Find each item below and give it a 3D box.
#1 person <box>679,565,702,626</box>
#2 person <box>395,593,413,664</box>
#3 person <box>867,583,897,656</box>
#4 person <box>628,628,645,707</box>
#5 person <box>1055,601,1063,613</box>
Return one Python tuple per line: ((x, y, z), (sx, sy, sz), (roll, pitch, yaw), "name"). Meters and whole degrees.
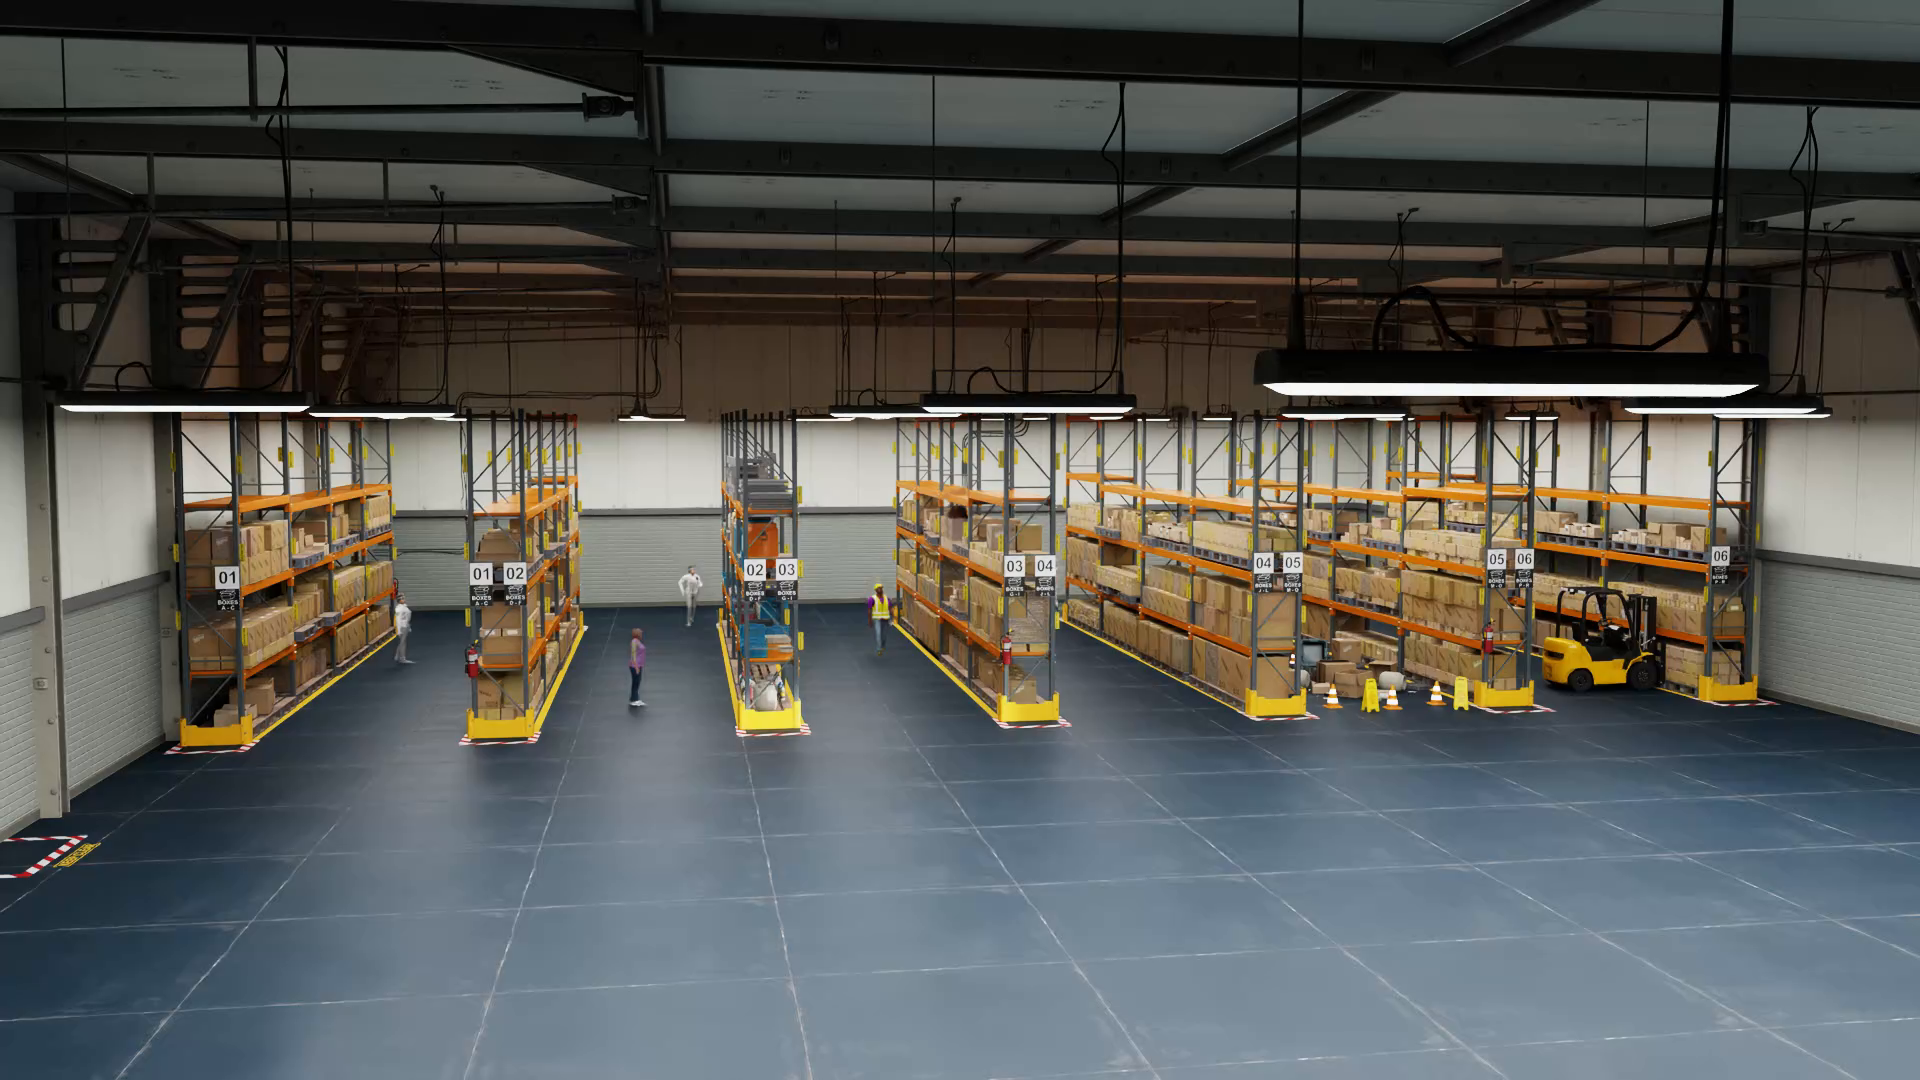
((-7.698, 1.576, 47.582), (0.659, 1.744, 0.783), (-2, 4, -23), "person")
((-13.283, 2.105, 39.686), (0.444, 1.698, 0.504), (-1, 4, -14), "person")
((-1.889, 1.912, 40.183), (0.684, 1.718, 1.028), (-1, 4, -11), "person")
((-6.574, 2.572, 33.771), (0.366, 1.601, 0.474), (1, 4, 11), "person")
((2.612, 1.396, 49.482), (0.939, 1.744, 0.662), (-1, 4, -15), "person")
